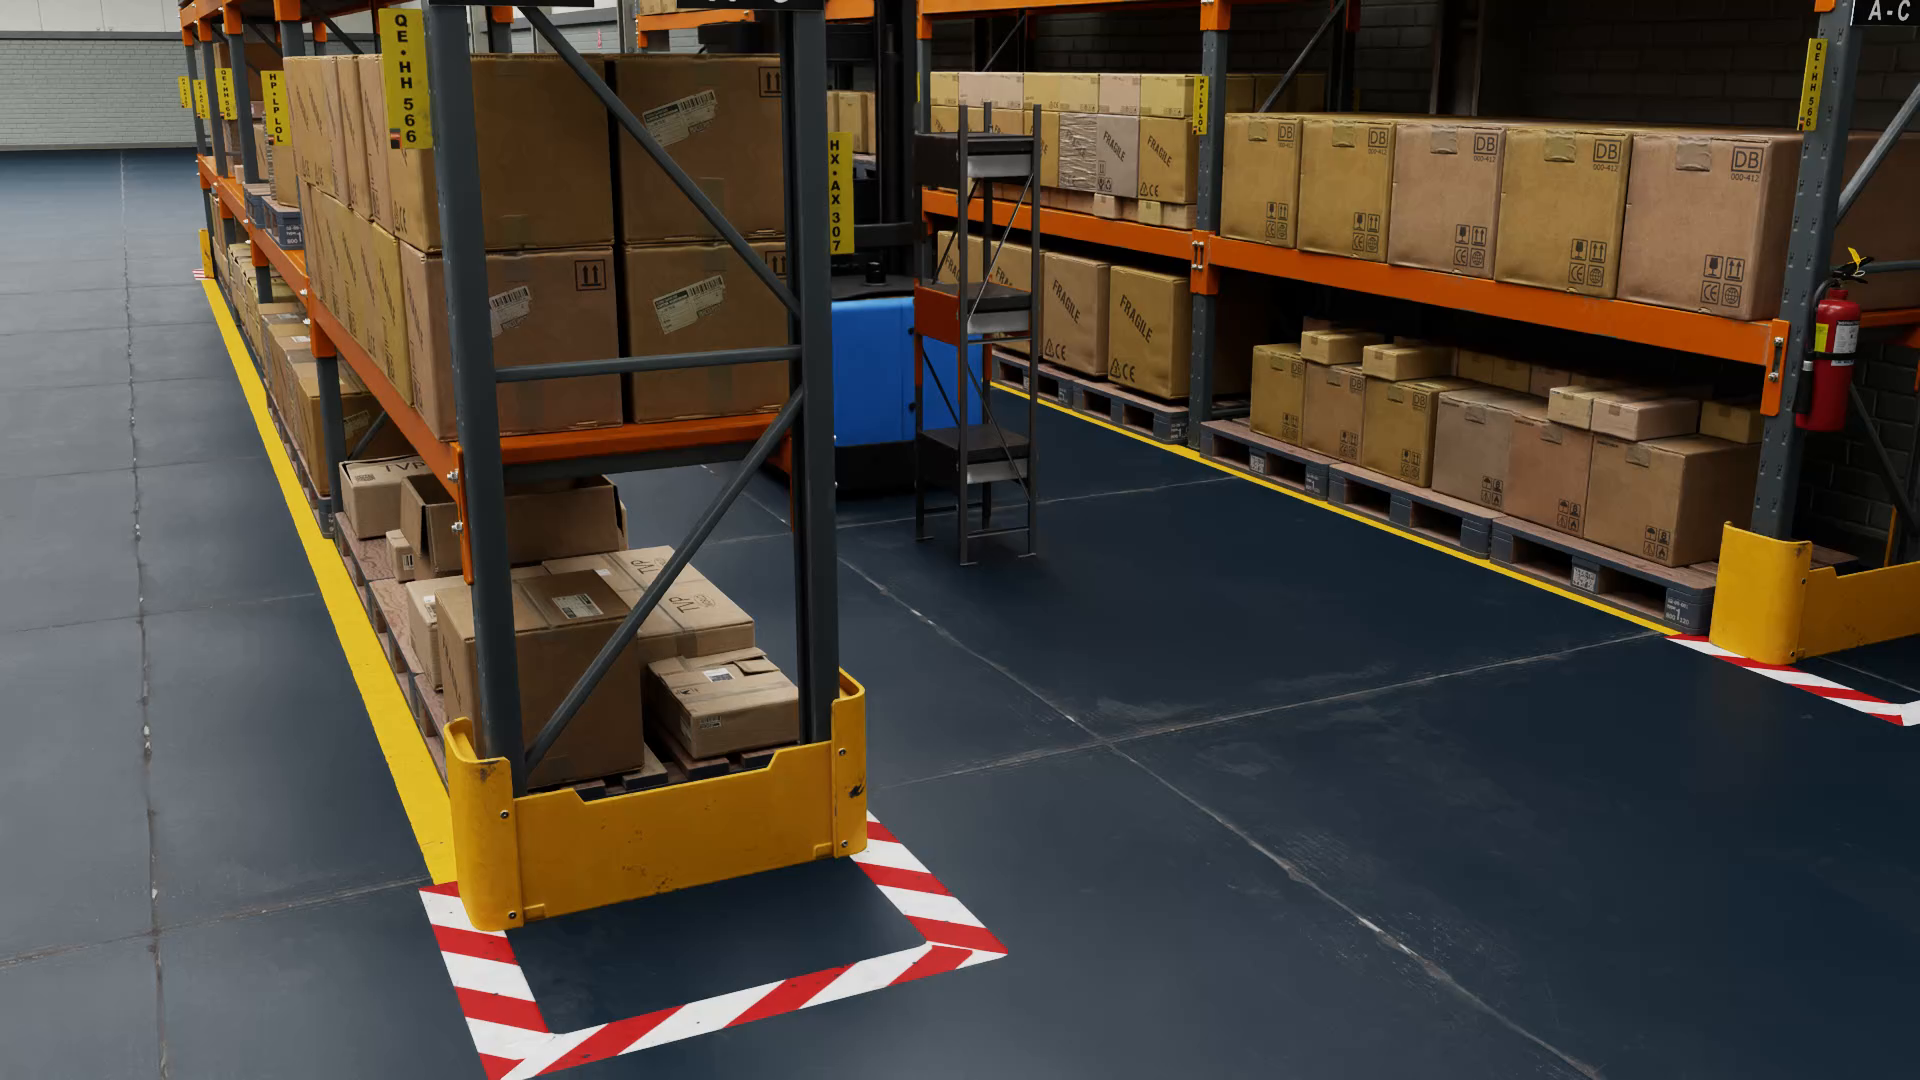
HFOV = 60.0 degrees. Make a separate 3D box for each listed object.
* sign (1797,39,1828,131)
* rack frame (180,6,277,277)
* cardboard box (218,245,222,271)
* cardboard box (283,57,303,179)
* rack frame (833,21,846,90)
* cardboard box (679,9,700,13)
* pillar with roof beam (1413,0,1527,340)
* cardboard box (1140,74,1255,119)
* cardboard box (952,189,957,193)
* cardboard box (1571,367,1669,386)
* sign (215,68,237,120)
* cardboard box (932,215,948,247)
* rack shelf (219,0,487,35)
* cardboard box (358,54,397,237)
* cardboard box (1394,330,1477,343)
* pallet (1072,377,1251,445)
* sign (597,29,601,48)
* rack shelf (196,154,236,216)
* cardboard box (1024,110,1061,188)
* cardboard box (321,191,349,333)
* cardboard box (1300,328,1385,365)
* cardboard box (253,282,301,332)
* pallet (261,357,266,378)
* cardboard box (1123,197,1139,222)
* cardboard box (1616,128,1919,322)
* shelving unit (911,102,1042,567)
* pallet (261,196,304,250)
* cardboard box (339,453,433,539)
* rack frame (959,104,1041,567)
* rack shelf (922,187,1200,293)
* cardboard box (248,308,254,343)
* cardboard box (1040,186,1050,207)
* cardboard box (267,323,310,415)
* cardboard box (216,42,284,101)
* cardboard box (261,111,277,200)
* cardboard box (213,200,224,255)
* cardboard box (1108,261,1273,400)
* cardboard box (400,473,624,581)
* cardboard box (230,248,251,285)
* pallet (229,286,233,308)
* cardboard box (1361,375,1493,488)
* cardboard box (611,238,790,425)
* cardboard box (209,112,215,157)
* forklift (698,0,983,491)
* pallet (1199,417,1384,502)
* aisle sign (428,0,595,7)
[{"bbox_3d":[3.132,-1.670,6.104,0.100,0.325,0.005,-8,18,-25],"label":"sign"},{"bbox_3d":[-7.835,-4.430,18.249,1.000,3.000,0.127,-8,18,-25],"label":"rack frame"},{"bbox_3d":[-7.359,-2.902,17.150,0.500,0.250,0.500,-8,18,-25],"label":"cardboard box"},{"bbox_3d":[-2.625,-1.832,7.203,0.500,0.500,0.500,-7,17,-23],"label":"cardboard box"},{"bbox_3d":[-1.631,-4.037,16.882,1.000,3.000,0.127,-8,18,-25],"label":"rack frame"},{"bbox_3d":[-2.774,-6.020,18.133,0.500,0.500,0.500,-6,17,-21],"label":"cardboard box"},{"bbox_3d":[-0.912,-4.348,7.088,9.100,9.000,0.400,-8,18,-25],"label":"pillar with roof beam"},{"bbox_3d":[1.439,-2.700,10.104,0.500,0.250,0.500,-7,18,-24],"label":"cardboard box"},{"bbox_3d":[0.159,-2.761,12.854,0.380,0.149,0.250,-7,18,-24],"label":"cardboard box"},{"bbox_3d":[3.132,-0.716,7.903,0.380,0.149,0.250,-7,18,-24],"label":"cardboard box"},{"bbox_3d":[-4.828,-2.935,10.940,0.100,0.325,0.005,-8,18,-25],"label":"sign"},{"bbox_3d":[-0.435,-2.737,14.725,0.500,0.250,0.500,-7,18,-24],"label":"cardboard box"},{"bbox_3d":[-3.454,-3.046,9.294,1.077,0.370,4.000,-8,18,-25],"label":"rack shelf"},{"bbox_3d":[-1.490,-1.193,4.977,0.500,0.500,0.500,-7,17,-23],"label":"cardboard box"},{"bbox_3d":[2.572,-1.032,9.004,0.380,0.149,0.250,-8,18,-27],"label":"cardboard box"},{"bbox_3d":[1.467,-0.896,10.989,1.003,0.211,1.213,-8,18,-25],"label":"pallet"},{"bbox_3d":[-5.890,-8.194,27.162,0.001,0.298,0.199,-8,18,-25],"label":"sign"},{"bbox_3d":[-6.959,-3.588,16.620,1.077,0.370,4.000,-8,18,-25],"label":"rack shelf"},{"bbox_3d":[0.776,-2.712,11.508,0.500,0.500,0.500,-7,17,-23],"label":"cardboard box"},{"bbox_3d":[-2.155,-1.092,6.437,0.500,0.500,0.500,-8,18,-25],"label":"cardboard box"},{"bbox_3d":[2.095,-1.061,9.104,0.380,0.149,0.250,-7,17,-23],"label":"cardboard box"},{"bbox_3d":[-4.781,-1.696,11.929,0.500,0.311,0.500,-7,17,-23],"label":"cardboard box"},{"bbox_3d":[-4.656,-1.314,12.449,1.003,0.211,1.213,-8,18,-25],"label":"pallet"},{"bbox_3d":[1.266,-2.122,10.625,0.380,0.149,0.250,-7,17,-23],"label":"cardboard box"},{"bbox_3d":[3.393,-1.331,6.908,0.980,0.700,0.700,-7,17,-22],"label":"cardboard box"},{"bbox_3d":[0.073,-0.968,7.818,0.431,2.100,0.503,-8,18,-25],"label":"shelving unit"},{"bbox_3d":[-3.474,-1.872,9.684,1.003,0.211,1.213,-8,18,-25],"label":"pallet"},{"bbox_3d":[-2.589,-0.243,7.736,0.500,0.311,0.500,-8,18,-25],"label":"cardboard box"},{"bbox_3d":[0.179,-0.908,7.607,0.400,2.100,0.015,-8,18,-25],"label":"rack frame"},{"bbox_3d":[0.997,-2.204,11.797,1.077,0.370,4.000,-8,18,-25],"label":"rack shelf"},{"bbox_3d":[-5.227,-1.680,12.889,0.500,0.250,0.500,-7,18,-24],"label":"cardboard box"},{"bbox_3d":[0.739,-2.446,11.754,0.380,0.149,0.250,-8,18,-25],"label":"cardboard box"},{"bbox_3d":[-3.938,-1.054,10.221,0.500,0.500,0.500,-8,18,-26],"label":"cardboard box"},{"bbox_3d":[-6.283,-4.219,14.980,0.700,0.500,0.500,-8,18,-25],"label":"cardboard box"},{"bbox_3d":[-3.724,-2.304,9.897,0.700,0.500,0.500,-4,17,-14],"label":"cardboard box"},{"bbox_3d":[-7.145,-3.138,16.612,0.500,0.500,0.500,-8,18,-25],"label":"cardboard box"},{"bbox_3d":[1.472,-1.368,10.715,0.750,0.750,0.750,-7,18,-24],"label":"cardboard box"},{"bbox_3d":[-1.750,0.000,6.542,0.797,0.503,0.637,-8,18,-25],"label":"cardboard box"},{"bbox_3d":[-5.911,-2.330,14.140,0.500,0.311,0.500,-8,18,-26],"label":"cardboard box"},{"bbox_3d":[-6.394,-2.300,15.882,1.003,0.211,1.213,-8,18,-25],"label":"pallet"},{"bbox_3d":[2.549,-0.604,8.687,0.700,0.500,0.500,-7,18,-24],"label":"cardboard box"},{"bbox_3d":[-0.783,-0.652,4.904,0.500,0.500,0.500,-7,18,-24],"label":"cardboard box"},{"bbox_3d":[-7.642,-4.360,17.826,0.700,0.500,0.500,-8,18,-25],"label":"cardboard box"},{"bbox_3d":[-0.896,-2.027,10.002,1.130,2.935,3.031,-7,17,-22],"label":"forklift"},{"bbox_3d":[2.136,-0.515,9.664,1.003,0.211,1.213,-8,18,-25],"label":"pallet"},{"bbox_3d":[-1.071,-1.658,3.877,0.394,0.787,0.004,-8,18,-25],"label":"aisle sign"}]
